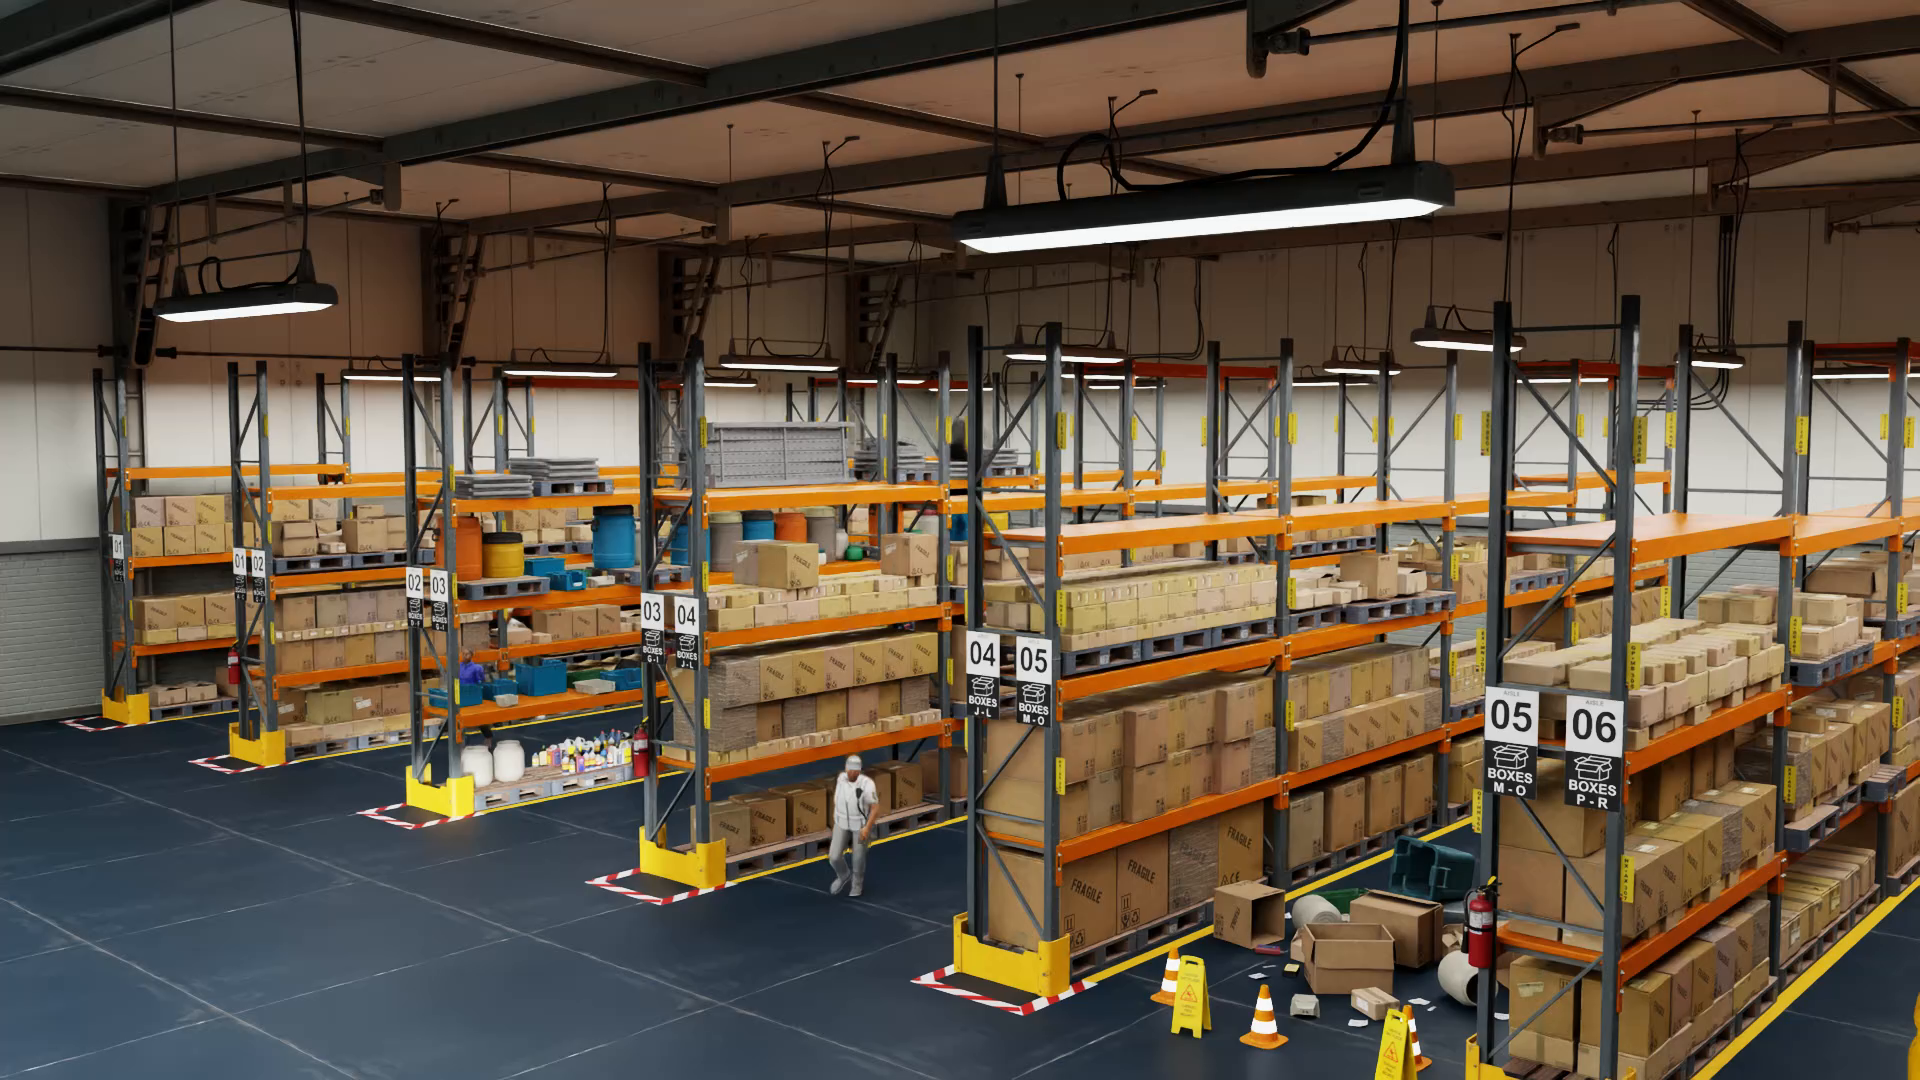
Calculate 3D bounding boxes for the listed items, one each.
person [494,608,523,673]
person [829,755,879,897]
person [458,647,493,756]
[{"bbox_3d":[-8.264,2.050,30.619,0.674,1.749,0.827,2,5,29],"label":"person"},{"bbox_3d":[-1.124,3.056,17.764,0.595,1.606,0.704,1,4,13],"label":"person"},{"bbox_3d":[-7.501,2.469,25.479,0.610,1.697,0.906,1,4,11],"label":"person"}]
